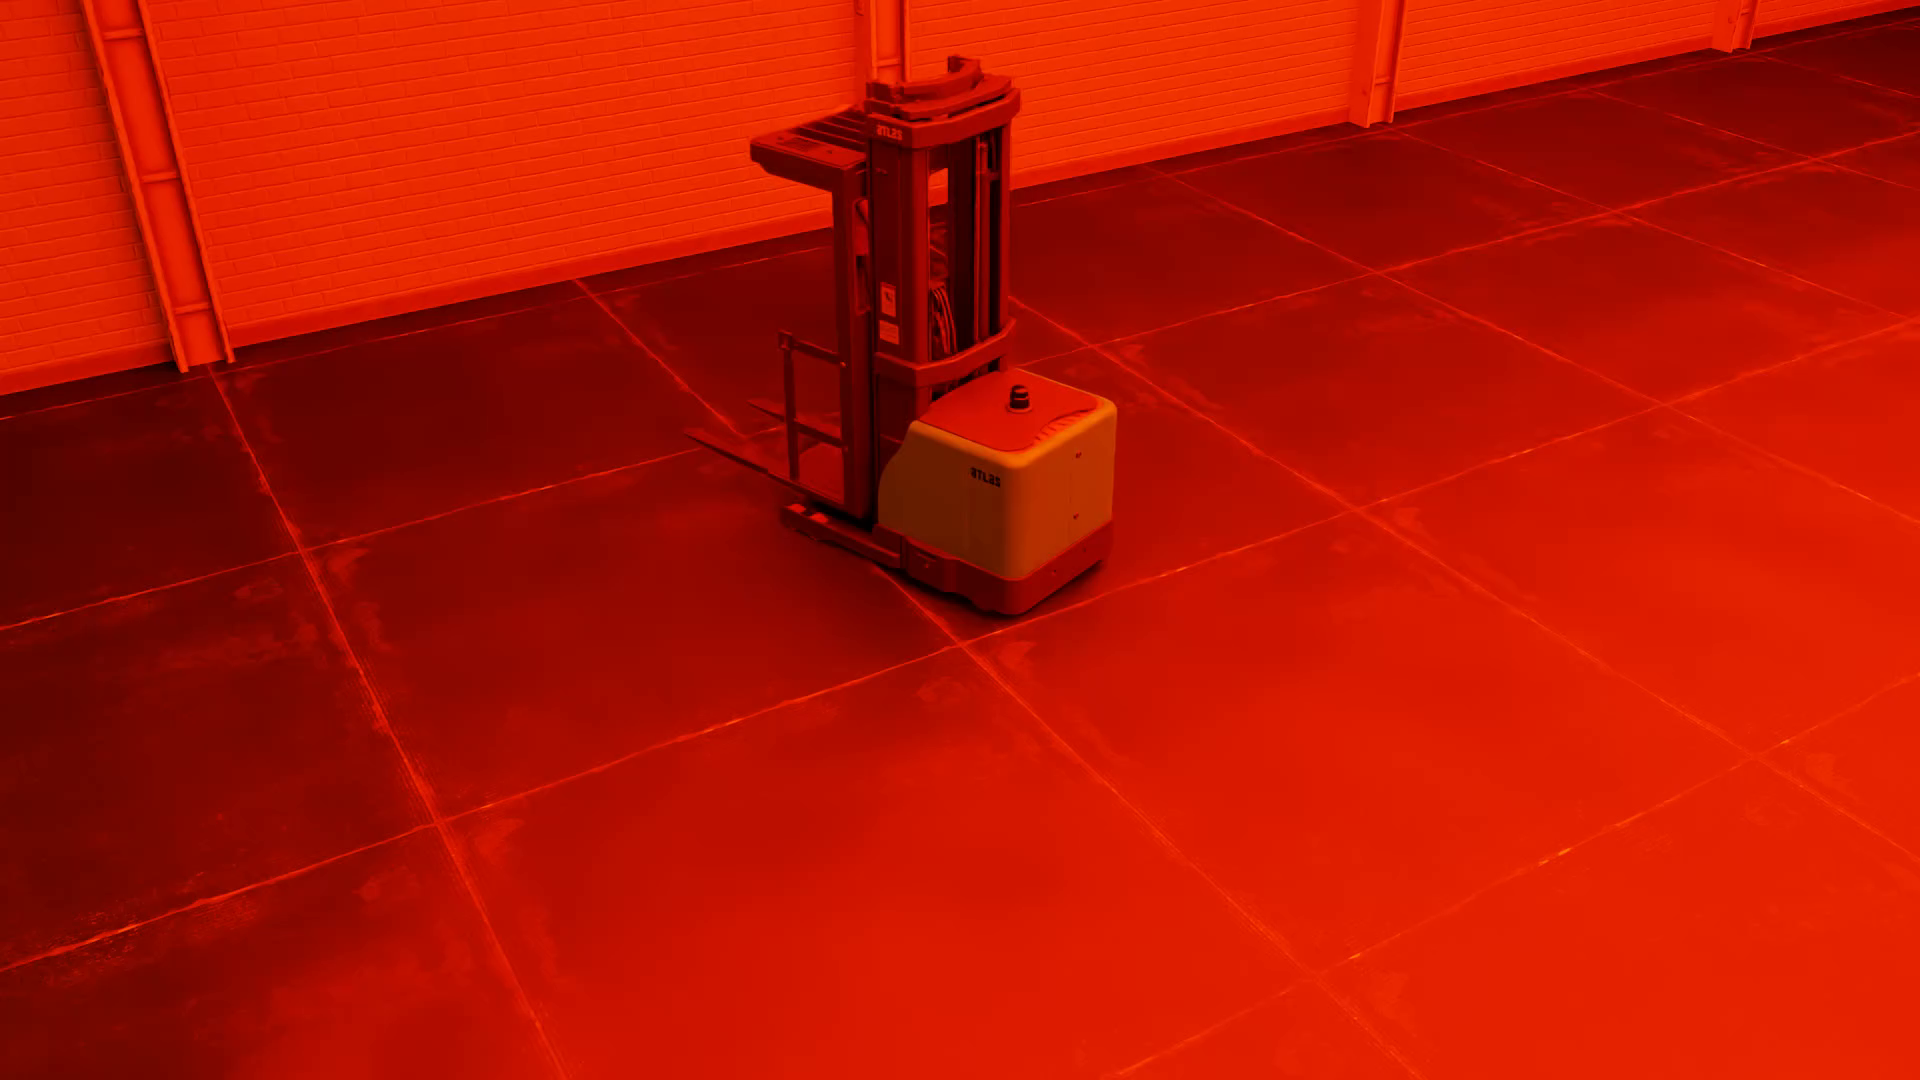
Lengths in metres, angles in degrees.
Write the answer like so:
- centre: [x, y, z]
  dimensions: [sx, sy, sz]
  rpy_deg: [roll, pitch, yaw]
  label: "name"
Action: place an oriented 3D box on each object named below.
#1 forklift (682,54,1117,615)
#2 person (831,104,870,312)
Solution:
- centre: [-0.517, -1.443, 10.056]
  dimensions: [3.031, 2.935, 1.130]
  rpy_deg: [23, 38, 33]
  label: "forklift"
- centre: [-0.714, -2.525, 12.978]
  dimensions: [0.580, 1.781, 0.709]
  rpy_deg: [-14, 34, -22]
  label: "person"
